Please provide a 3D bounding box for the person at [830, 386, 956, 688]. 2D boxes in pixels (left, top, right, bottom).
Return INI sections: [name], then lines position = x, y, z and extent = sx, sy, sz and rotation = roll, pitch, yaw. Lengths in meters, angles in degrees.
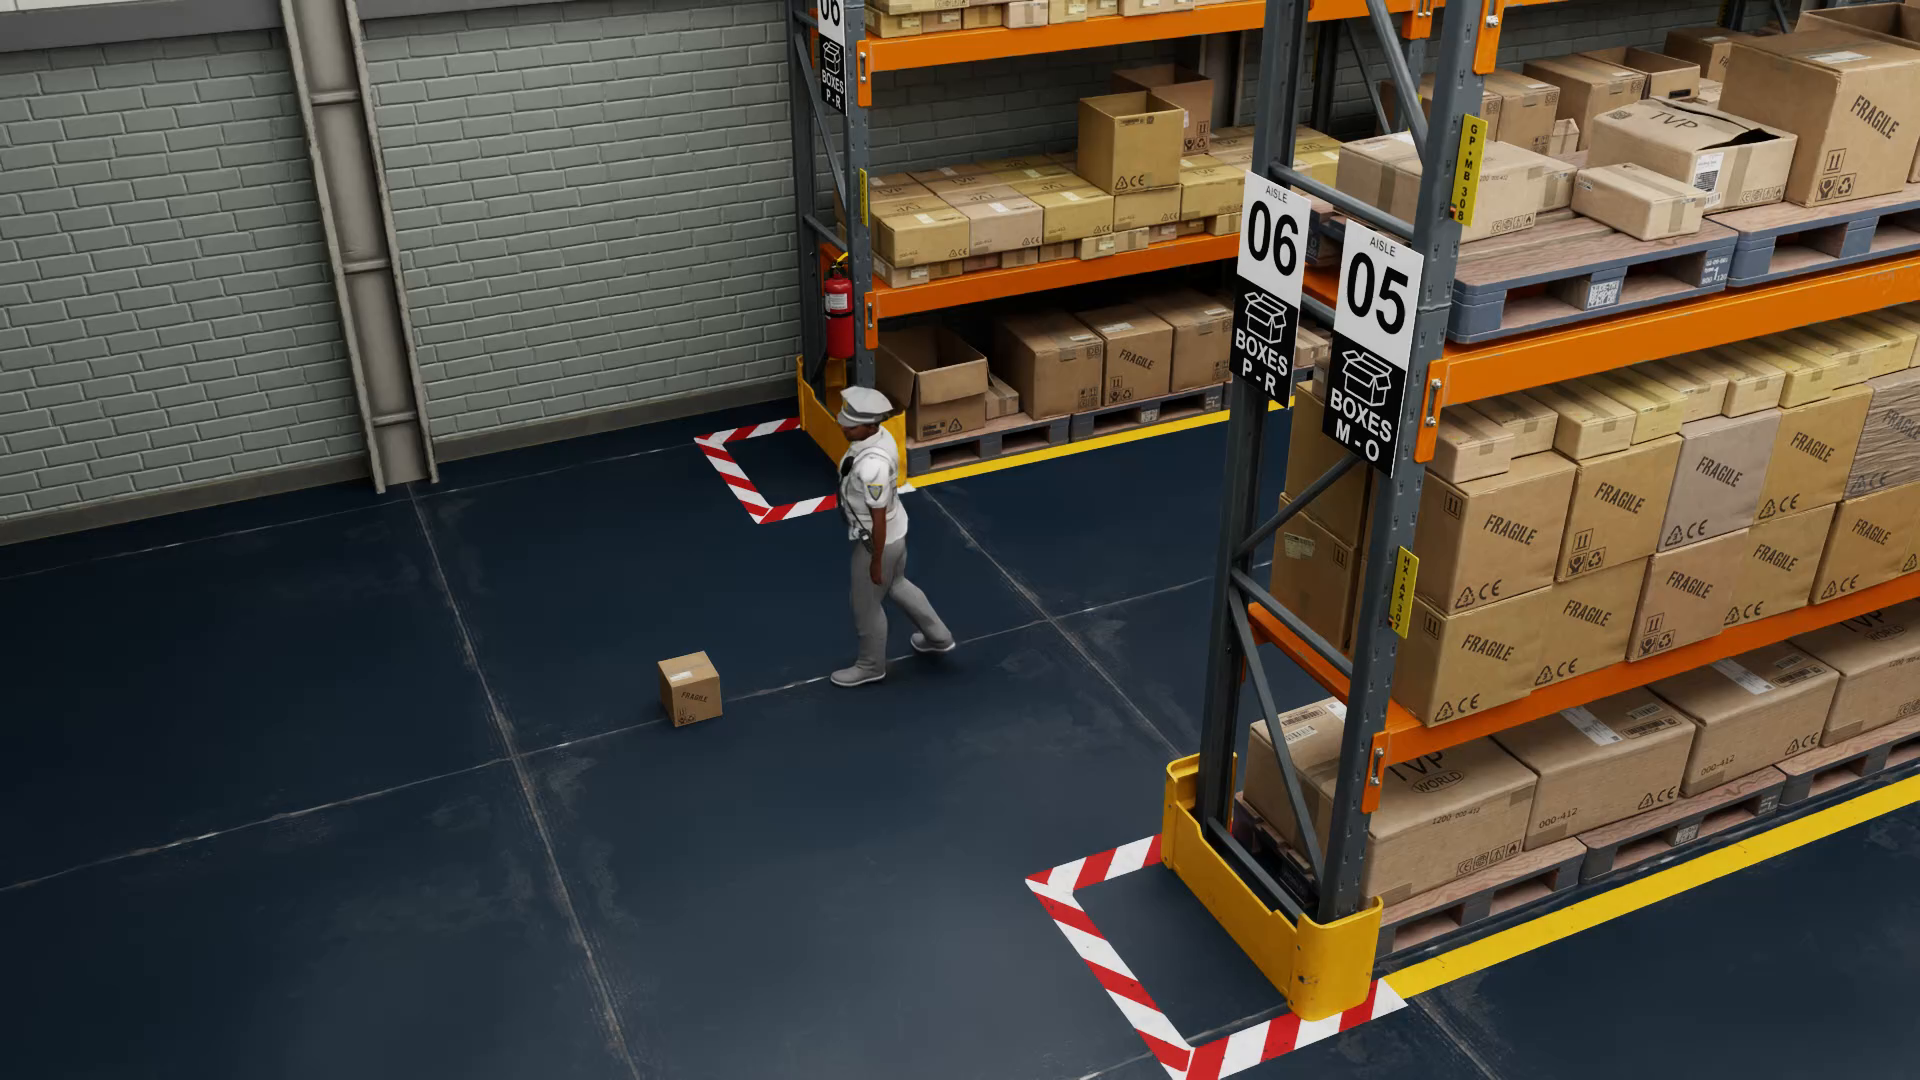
[person]
position = -0.353, -0.018, 8.459
extent = 0.656, 1.663, 0.479
rotation = 1, 30, 2
